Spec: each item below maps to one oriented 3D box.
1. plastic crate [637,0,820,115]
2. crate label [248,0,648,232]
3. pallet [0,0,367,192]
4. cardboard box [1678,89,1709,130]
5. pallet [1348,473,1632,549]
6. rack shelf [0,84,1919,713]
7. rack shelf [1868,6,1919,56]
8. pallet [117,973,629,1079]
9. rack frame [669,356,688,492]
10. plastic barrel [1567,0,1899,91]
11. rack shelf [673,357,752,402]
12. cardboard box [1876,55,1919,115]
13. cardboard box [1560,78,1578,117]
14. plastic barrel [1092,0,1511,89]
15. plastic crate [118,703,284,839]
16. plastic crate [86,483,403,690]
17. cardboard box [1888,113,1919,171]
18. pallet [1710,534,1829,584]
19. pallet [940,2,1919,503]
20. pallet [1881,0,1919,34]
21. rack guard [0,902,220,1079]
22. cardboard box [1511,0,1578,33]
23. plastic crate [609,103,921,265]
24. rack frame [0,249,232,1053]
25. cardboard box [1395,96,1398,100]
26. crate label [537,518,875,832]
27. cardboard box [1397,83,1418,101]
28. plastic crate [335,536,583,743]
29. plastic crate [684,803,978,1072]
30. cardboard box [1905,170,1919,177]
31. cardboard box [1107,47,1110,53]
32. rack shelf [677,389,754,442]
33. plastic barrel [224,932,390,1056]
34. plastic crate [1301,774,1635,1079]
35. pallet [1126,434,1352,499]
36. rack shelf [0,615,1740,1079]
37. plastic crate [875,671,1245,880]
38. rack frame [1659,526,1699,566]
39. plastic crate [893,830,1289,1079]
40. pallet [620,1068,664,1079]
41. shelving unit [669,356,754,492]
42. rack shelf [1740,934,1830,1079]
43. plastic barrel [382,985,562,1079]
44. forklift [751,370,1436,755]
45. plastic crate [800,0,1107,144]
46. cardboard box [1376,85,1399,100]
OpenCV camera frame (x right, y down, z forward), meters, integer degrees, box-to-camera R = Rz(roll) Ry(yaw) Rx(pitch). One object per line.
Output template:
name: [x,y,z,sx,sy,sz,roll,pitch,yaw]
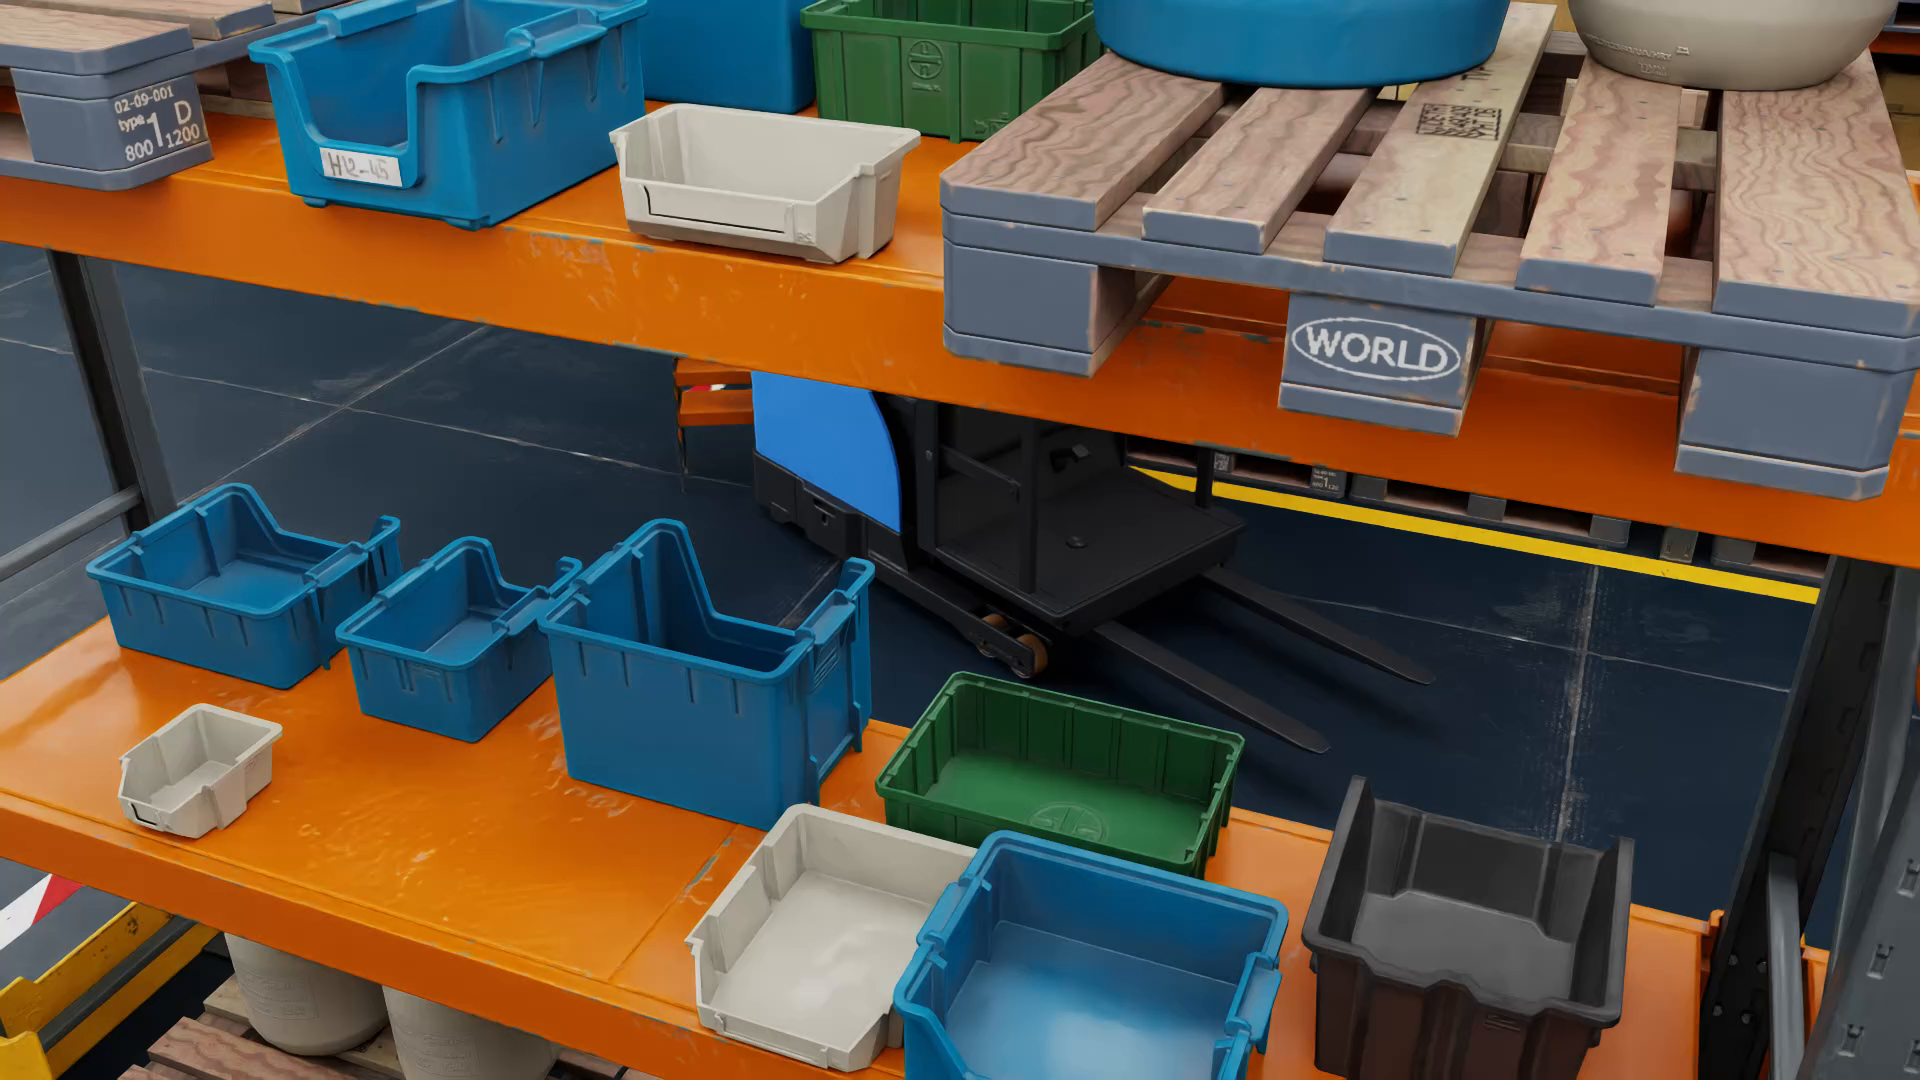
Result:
plastic crate: [-0.462,-1.002,2.941,0.575,0.384,0.392,11,31,19]
crate label: [-0.732,-0.662,2.476,0.408,0.251,0.502,11,31,19]
pallet: [-1.613,-0.944,3.016,1.213,0.211,1.003,11,31,19]
cardboard box: [2.897,-1.715,6.474,0.250,0.149,0.380,11,31,19]
pallet: [2.509,-0.388,7.722,1.213,0.211,1.003,11,31,19]
rack shelf: [-0.489,-0.541,2.841,4.000,0.370,1.077,11,31,19]
rack shelf: [6.942,-3.012,10.262,4.000,0.370,1.077,11,31,19]
pallet: [-1.504,1.441,4.486,1.213,0.211,1.003,11,31,19]
rack frame: [-1.281,-0.800,7.446,0.015,1.200,0.240,-2,30,-4]
plastic barrel: [1.039,-0.885,2.178,0.421,0.512,0.421,0,29,0]
rack shelf: [-1.038,-0.751,7.496,0.480,0.148,0.258,-2,30,-4]
cardboard box: [6.187,-2.917,10.693,0.500,0.250,0.500,11,31,18]
cardboard box: [2.425,-1.809,6.640,0.250,0.149,0.380,10,31,18]
plastic barrel: [0.482,-1.118,2.195,0.708,0.901,0.600,11,31,19]
plastic crate: [-1.634,0.509,3.569,0.250,0.136,0.298,11,31,19]
plastic crate: [-1.766,0.103,4.171,0.616,0.251,0.499,11,31,19]
cardboard box: [6.275,-2.597,10.890,0.500,0.500,0.700,11,31,18]
pallet: [3.927,-0.104,7.219,1.213,0.211,1.003,11,31,19]
pallet: [0.659,-0.491,2.213,1.003,0.211,1.213,11,31,19]
pallet: [5.742,-3.404,10.419,1.213,0.211,1.003,11,31,19]
rack guard: [-2.254,1.163,4.685,0.348,0.500,1.175,11,31,19]
cardboard box: [2.348,-2.216,6.703,0.500,0.500,0.700,11,31,19]
plastic crate: [-0.275,-0.482,2.274,0.396,0.136,0.243,11,31,19]
rack frame: [-2.342,0.082,4.057,0.127,3.000,1.000,11,31,19]
cardboard box: [1.862,-1.748,7.193,0.500,0.500,0.700,12,32,20]
crate label: [-0.535,0.284,3.664,0.616,0.435,0.502,11,31,19]
cardboard box: [1.955,-1.904,6.809,0.250,0.149,0.380,11,31,19]
plastic crate: [-1.167,0.225,3.954,0.408,0.251,0.499,11,31,19]
plastic crate: [-0.236,0.752,3.140,0.437,0.136,0.530,11,31,19]
cardboard box: [3.703,-1.300,6.653,0.500,0.250,0.500,13,32,22]
cardboard box: [0.763,-2.141,7.229,0.250,0.149,0.380,10,31,17]
rack shelf: [-1.038,-0.578,7.594,0.480,0.148,0.258,-2,30,-4]
plastic barrel: [-1.704,1.069,4.412,0.421,0.512,0.421,0,29,0]
plastic crate: [0.927,0.694,3.037,0.504,0.338,0.767,11,31,19]
pallet: [1.374,-0.613,8.120,1.213,0.211,1.003,11,31,19]
rack shelf: [-0.489,0.765,3.579,4.000,0.370,1.077,11,31,19]
plastic crate: [0.212,0.534,3.472,0.662,0.188,0.450,11,31,19]
rack frame: [3.230,-1.436,6.742,0.127,3.000,1.000,11,31,19]
plastic crate: [0.236,0.806,2.928,0.616,0.251,0.499,11,31,19]
pallet: [-0.377,1.668,4.085,1.213,0.211,1.003,11,31,19]
shelving unit: [-1.038,-0.810,7.463,0.503,1.200,0.258,-2,30,-4]
rack shelf: [3.217,1.505,2.270,4.000,0.370,1.077,11,31,19]
plastic barrel: [-1.239,1.162,4.248,0.421,0.512,0.421,0,29,0]
forklift: [0.441,-1.034,6.100,1.130,2.935,3.031,-24,37,-36]
plastic crate: [0.004,-0.808,2.798,0.450,0.188,0.336,11,31,19]
cardboard box: [1.721,-1.950,6.891,0.250,0.149,0.380,12,32,21]
